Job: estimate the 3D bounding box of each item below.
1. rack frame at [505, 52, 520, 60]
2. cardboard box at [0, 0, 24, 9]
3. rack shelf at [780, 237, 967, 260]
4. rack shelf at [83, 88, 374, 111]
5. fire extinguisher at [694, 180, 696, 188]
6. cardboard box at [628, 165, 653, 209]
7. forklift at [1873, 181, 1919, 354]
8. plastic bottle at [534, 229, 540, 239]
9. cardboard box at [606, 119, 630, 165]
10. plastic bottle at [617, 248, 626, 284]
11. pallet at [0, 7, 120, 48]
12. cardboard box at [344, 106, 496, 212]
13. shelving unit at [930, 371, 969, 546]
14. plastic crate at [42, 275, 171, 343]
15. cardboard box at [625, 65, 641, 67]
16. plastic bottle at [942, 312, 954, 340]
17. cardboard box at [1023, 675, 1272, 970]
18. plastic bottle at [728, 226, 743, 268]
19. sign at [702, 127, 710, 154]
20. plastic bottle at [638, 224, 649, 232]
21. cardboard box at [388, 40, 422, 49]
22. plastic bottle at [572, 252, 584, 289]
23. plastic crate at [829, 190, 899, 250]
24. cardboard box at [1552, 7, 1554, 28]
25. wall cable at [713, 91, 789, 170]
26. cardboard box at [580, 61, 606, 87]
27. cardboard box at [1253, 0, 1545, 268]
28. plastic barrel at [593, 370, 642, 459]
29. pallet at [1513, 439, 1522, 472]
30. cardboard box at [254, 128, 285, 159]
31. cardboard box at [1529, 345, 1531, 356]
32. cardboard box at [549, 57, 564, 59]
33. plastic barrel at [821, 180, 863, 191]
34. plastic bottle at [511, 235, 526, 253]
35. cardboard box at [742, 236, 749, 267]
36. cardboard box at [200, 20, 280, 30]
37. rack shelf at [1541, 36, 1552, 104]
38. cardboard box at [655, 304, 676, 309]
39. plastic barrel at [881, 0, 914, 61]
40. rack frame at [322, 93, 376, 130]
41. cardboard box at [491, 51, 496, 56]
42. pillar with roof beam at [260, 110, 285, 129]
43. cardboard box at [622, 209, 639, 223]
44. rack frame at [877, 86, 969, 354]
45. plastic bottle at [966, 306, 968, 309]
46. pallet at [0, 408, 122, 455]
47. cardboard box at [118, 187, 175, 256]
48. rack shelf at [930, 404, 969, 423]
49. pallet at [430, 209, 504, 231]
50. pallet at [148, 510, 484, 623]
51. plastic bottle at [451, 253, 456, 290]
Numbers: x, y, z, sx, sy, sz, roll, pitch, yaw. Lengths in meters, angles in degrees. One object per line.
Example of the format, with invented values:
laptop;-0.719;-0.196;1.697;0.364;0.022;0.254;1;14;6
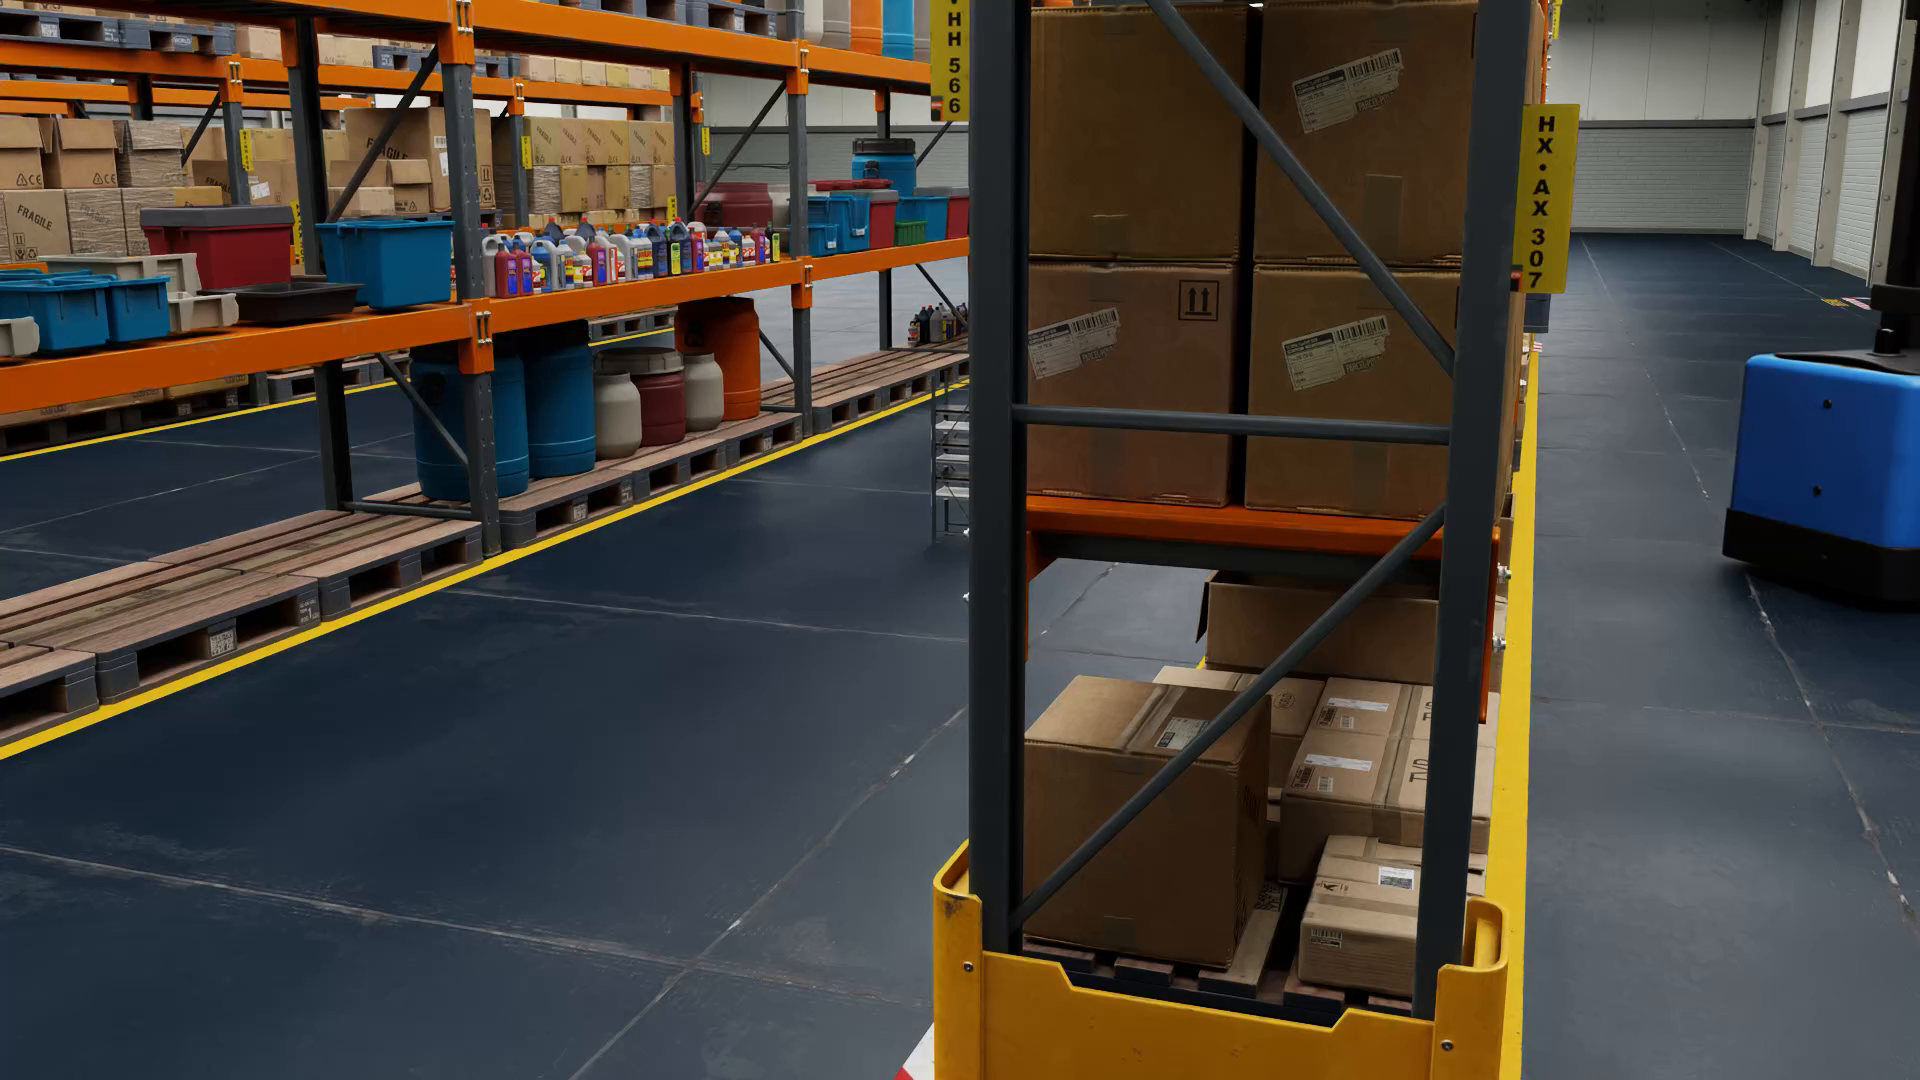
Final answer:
rack frame;-4.980;-6.380;16.719;1.000;3.000;0.127;4;14;18
cardboard box;-6.915;-3.899;11.414;0.797;0.503;0.637;4;14;18
rack shelf;-0.941;-2.457;14.030;0.919;0.052;3.809;4;14;18
rack shelf;-8.994;-5.367;20.636;1.077;0.370;4.000;4;14;18
fire extinguisher;-3.213;-4.251;21.046;0.296;0.674;0.183;4;14;18
cardboard box;-4.141;-4.162;19.587;0.875;0.500;0.500;4;14;18
forklift;6.310;-1.392;8.500;5.027;2.935;1.260;-5;14;-20
plastic bottle;-2.629;-1.776;10.291;0.061;0.283;0.133;4;14;18
cardboard box;-4.120;-4.530;18.954;0.500;0.500;0.500;4;14;18
plastic bottle;-2.009;-1.605;9.726;0.097;0.201;0.097;0;13;0
pallet;-6.792;-3.609;11.741;1.003;0.211;1.213;5;14;21
cardboard box;-5.370;-3.796;16.585;1.000;1.000;1.000;4;14;19
shelving unit;-0.003;-0.437;8.880;0.258;0.900;0.210;4;14;18
plastic crate;-3.262;-0.889;6.382;0.416;0.233;0.300;4;14;18
cardboard box;-3.908;-5.527;19.163;0.380;0.149;0.250;4;13;16
plastic bottle;-0.148;-2.177;16.917;0.152;0.276;0.135;4;14;18
cardboard box;0.452;0.657;3.997;0.500;0.500;0.500;4;14;18
plastic bottle;-1.507;-1.966;11.148;0.097;0.271;0.097;0;13;0
sign;-3.167;-4.972;20.719;0.100;0.325;0.005;4;14;18
plastic bottle;-2.183;-2.031;11.424;0.152;0.276;0.135;4;14;18
cardboard box;-5.530;-4.883;15.723;0.797;0.503;0.637;5;14;21
plastic bottle;-2.158;-1.508;9.299;0.097;0.201;0.097;0;13;0
plastic crate;-0.775;-2.606;13.521;0.402;0.464;0.583;4;14;18
cardboard box;4.805;-4.613;14.233;0.500;0.500;0.500;6;14;23
wall cable;-6.928;-13.539;55.060;3.097;2.526;0.112;4;14;18
cardboard box;-4.255;-5.137;18.349;0.500;0.250;0.500;4;13;16
cardboard box;0.903;-0.826;3.392;0.500;0.500;0.500;5;14;20
plastic barrel;-2.194;-0.781;10.317;0.421;0.512;0.421;0;13;0
pallet;3.401;-0.710;11.626;1.003;0.211;1.213;4;14;18
cardboard box;-8.952;-4.849;20.727;0.875;0.550;0.500;4;14;18
cardboard box;4.829;-1.682;14.850;0.500;0.250;0.500;4;14;18
cardboard box;-4.453;-5.202;17.740;0.380;0.149;0.250;4;14;19
plastic barrel;-1.048;-2.825;14.319;0.433;0.535;0.433;0;13;0
plastic bottle;-2.611;-1.664;9.829;0.097;0.271;0.097;0;13;0
cardboard box;1.491;-1.619;12.236;5.055;1.291;3.820;5;14;20
cardboard box;-5.879;-4.449;13.649;0.500;0.500;0.500;4;14;19
rack shelf;3.745;-3.432;12.160;1.077;0.370;4.000;4;14;18
cardboard box;-3.904;-3.154;20.737;0.500;0.500;0.500;7;15;29
plastic barrel;-0.676;-4.408;13.691;0.600;0.901;0.708;4;14;18
rack frame;-8.346;-4.676;22.735;1.000;3.000;0.127;4;14;18
cardboard box;-4.976;-5.178;17.634;0.380;0.149;0.250;5;14;19
pillar with roof beam;-10.883;-10.428;34.451;9.100;9.000;0.400;4;14;18
cardboard box;-3.969;-3.777;19.360;0.380;0.149;0.250;4;14;18
rack frame;-0.294;-3.099;15.824;1.000;3.000;0.127;4;14;18
plastic bottle;0.119;-2.466;18.195;0.097;0.271;0.097;0;13;0
pallet;-6.997;-0.837;12.182;1.003;0.211;1.213;4;14;18
cardboard box;-6.366;-2.436;12.694;0.500;0.500;0.500;4;14;18
rack shelf;-0.003;-0.668;8.828;0.258;0.077;0.200;4;14;18
pallet;-5.365;-3.212;16.749;1.003;0.211;1.213;4;14;18
pallet;-3.083;0.103;8.064;1.003;0.211;1.213;4;14;18
plastic bottle;-2.818;-1.496;9.247;0.097;0.201;0.097;0;13;0
